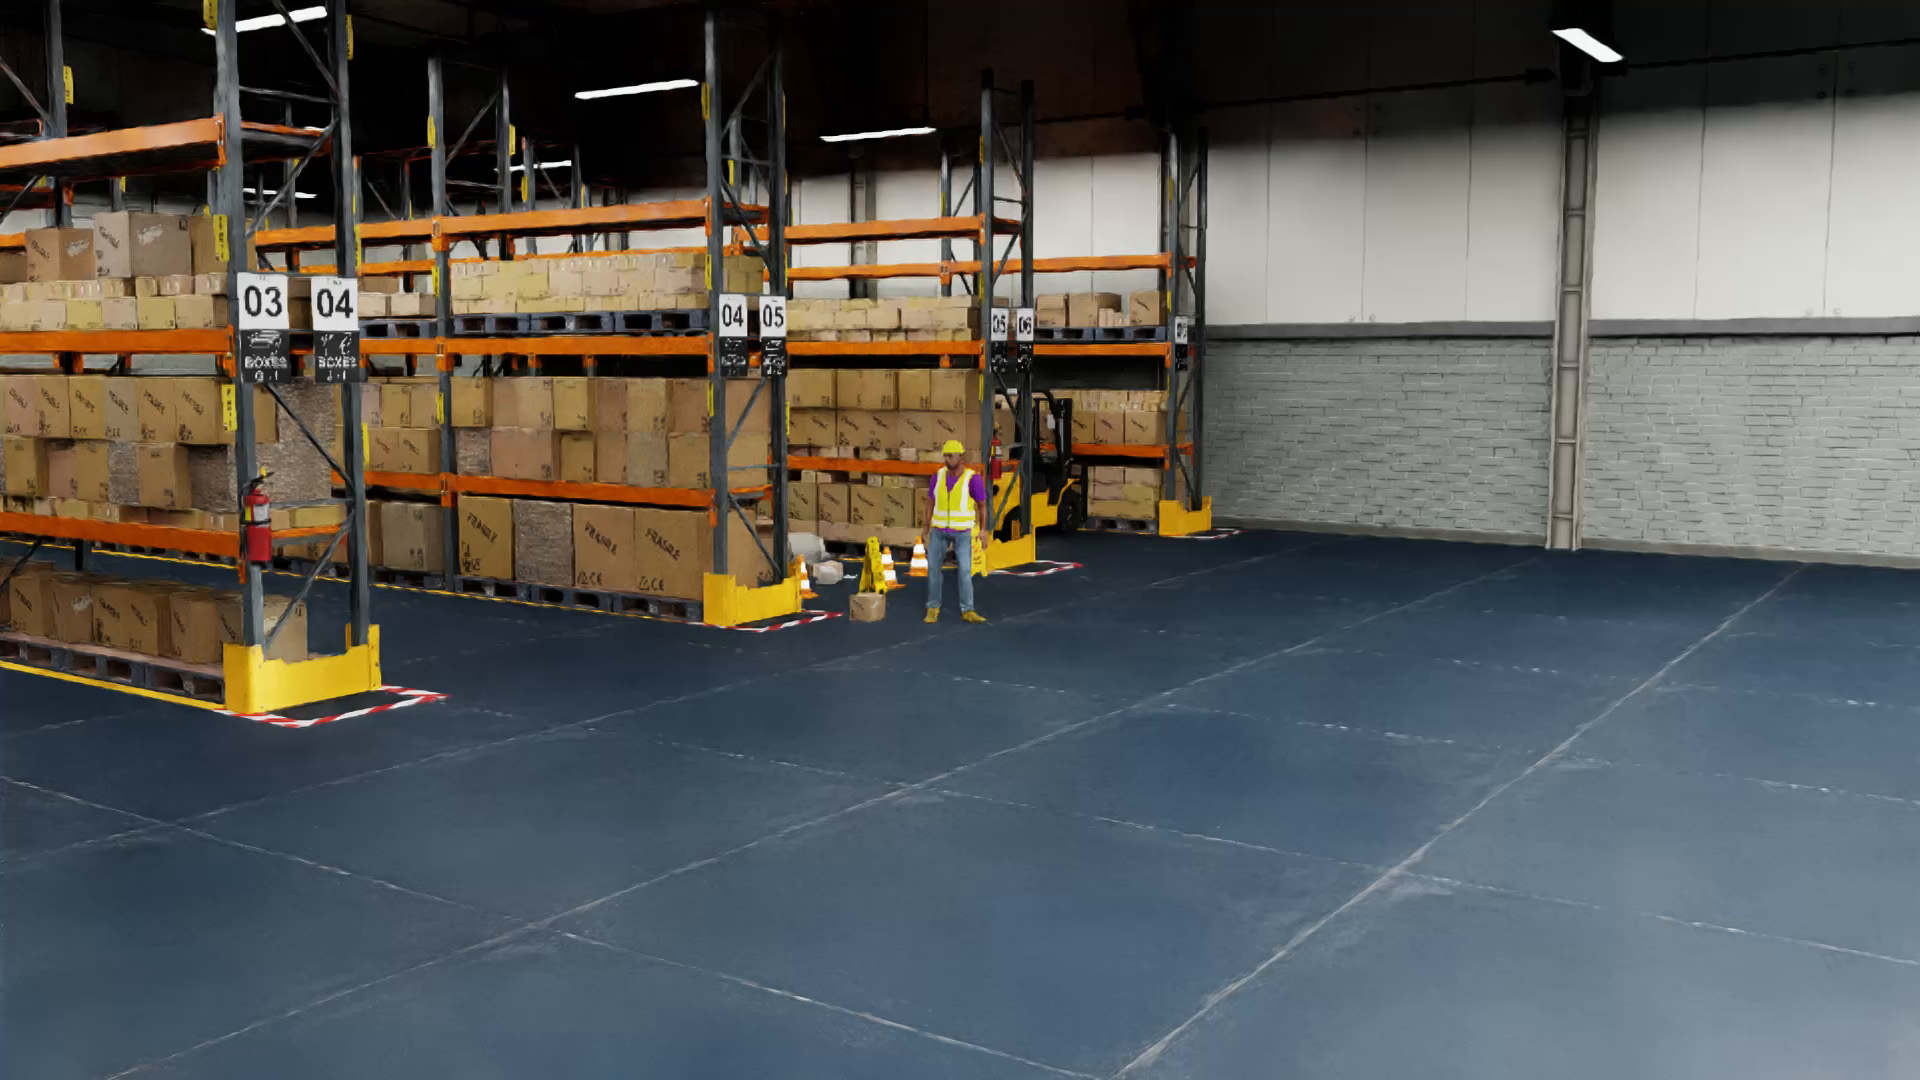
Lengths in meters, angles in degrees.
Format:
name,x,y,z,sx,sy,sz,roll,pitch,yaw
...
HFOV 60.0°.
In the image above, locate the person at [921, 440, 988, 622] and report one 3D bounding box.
name,x,y,z,sx,sy,sz,roll,pitch,yaw
person,-0.040,-0.081,16.303,0.675,1.798,0.353,2,7,17
